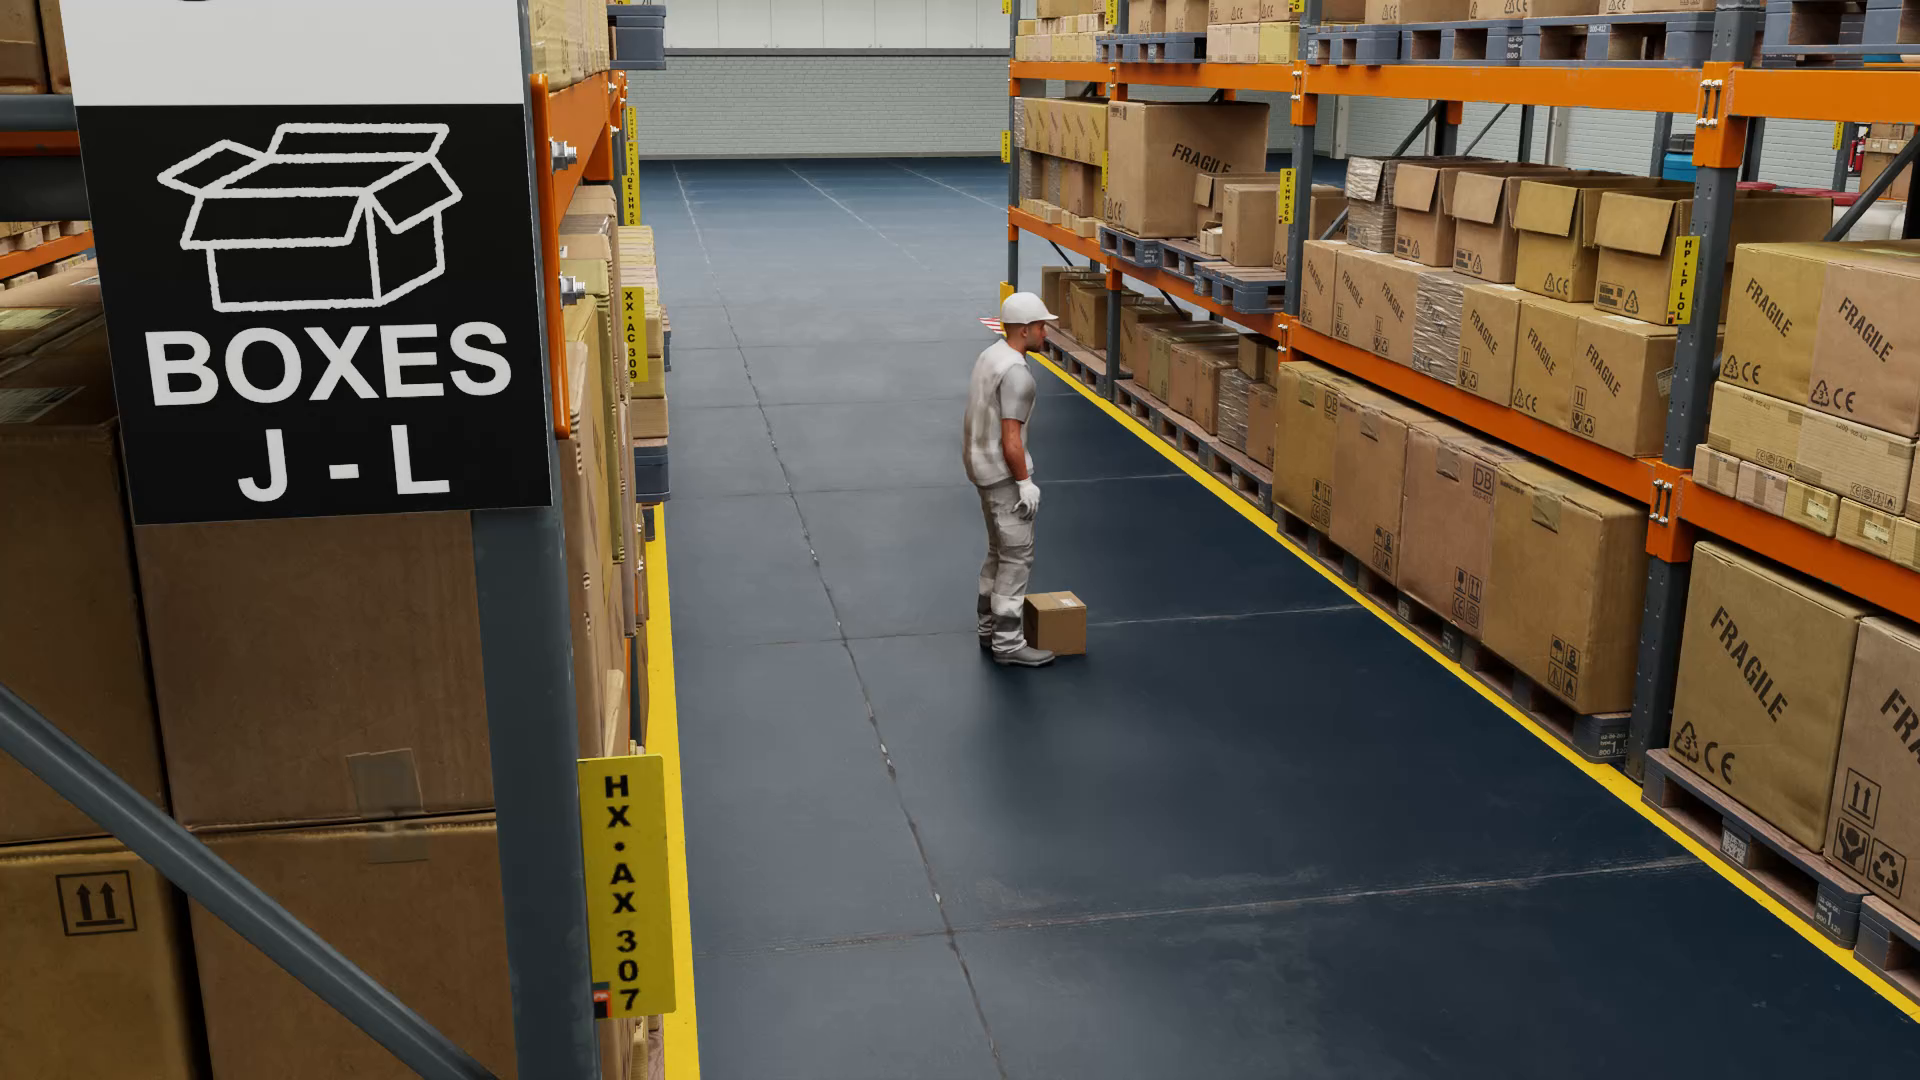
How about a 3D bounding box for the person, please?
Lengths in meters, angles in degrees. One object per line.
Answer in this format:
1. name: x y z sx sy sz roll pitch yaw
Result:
1. person: 0.248 -0.302 8.046 0.450 1.780 0.607 -3 16 -10
